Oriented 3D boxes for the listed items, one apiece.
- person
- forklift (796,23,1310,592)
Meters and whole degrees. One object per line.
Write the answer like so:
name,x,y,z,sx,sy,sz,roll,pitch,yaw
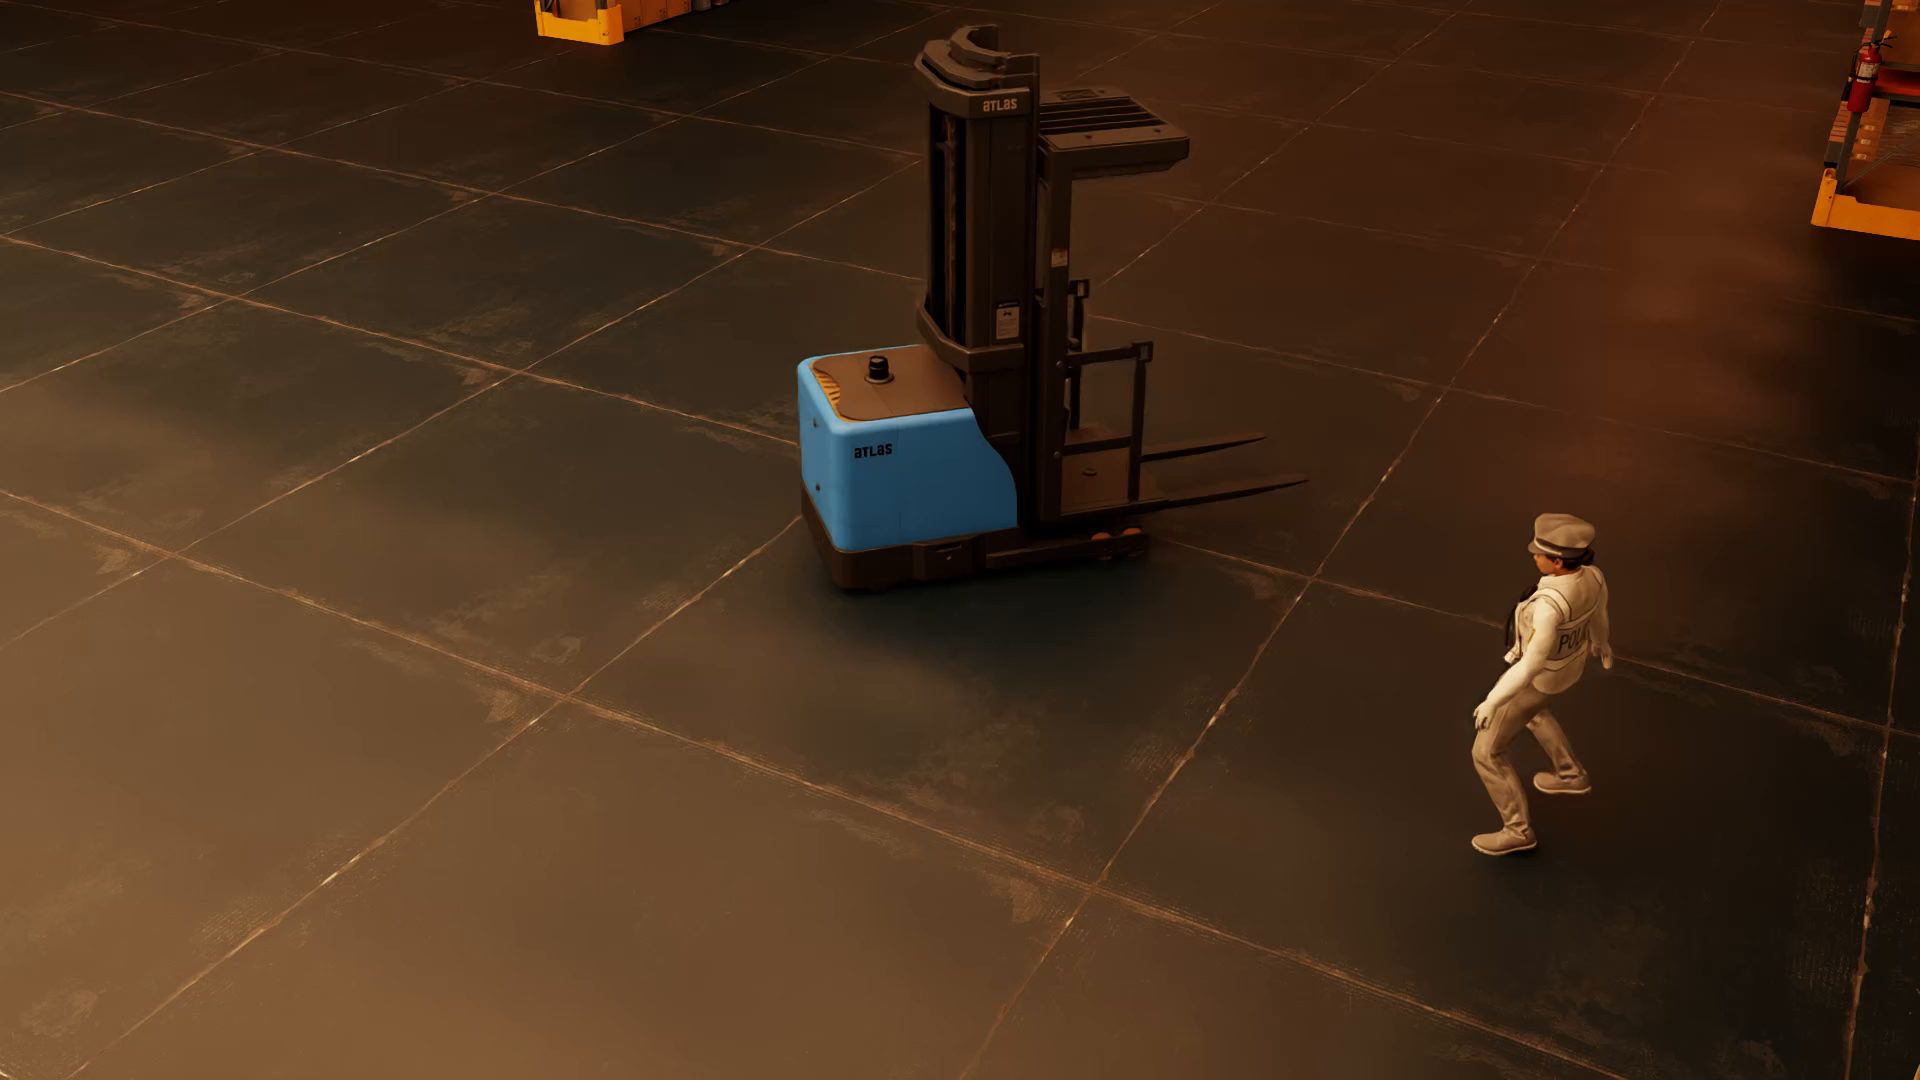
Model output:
person,2.625,0.590,7.416,0.820,1.585,0.460,-23,37,-35
forklift,0.609,-1.388,9.476,3.031,2.935,1.130,-9,31,-15
